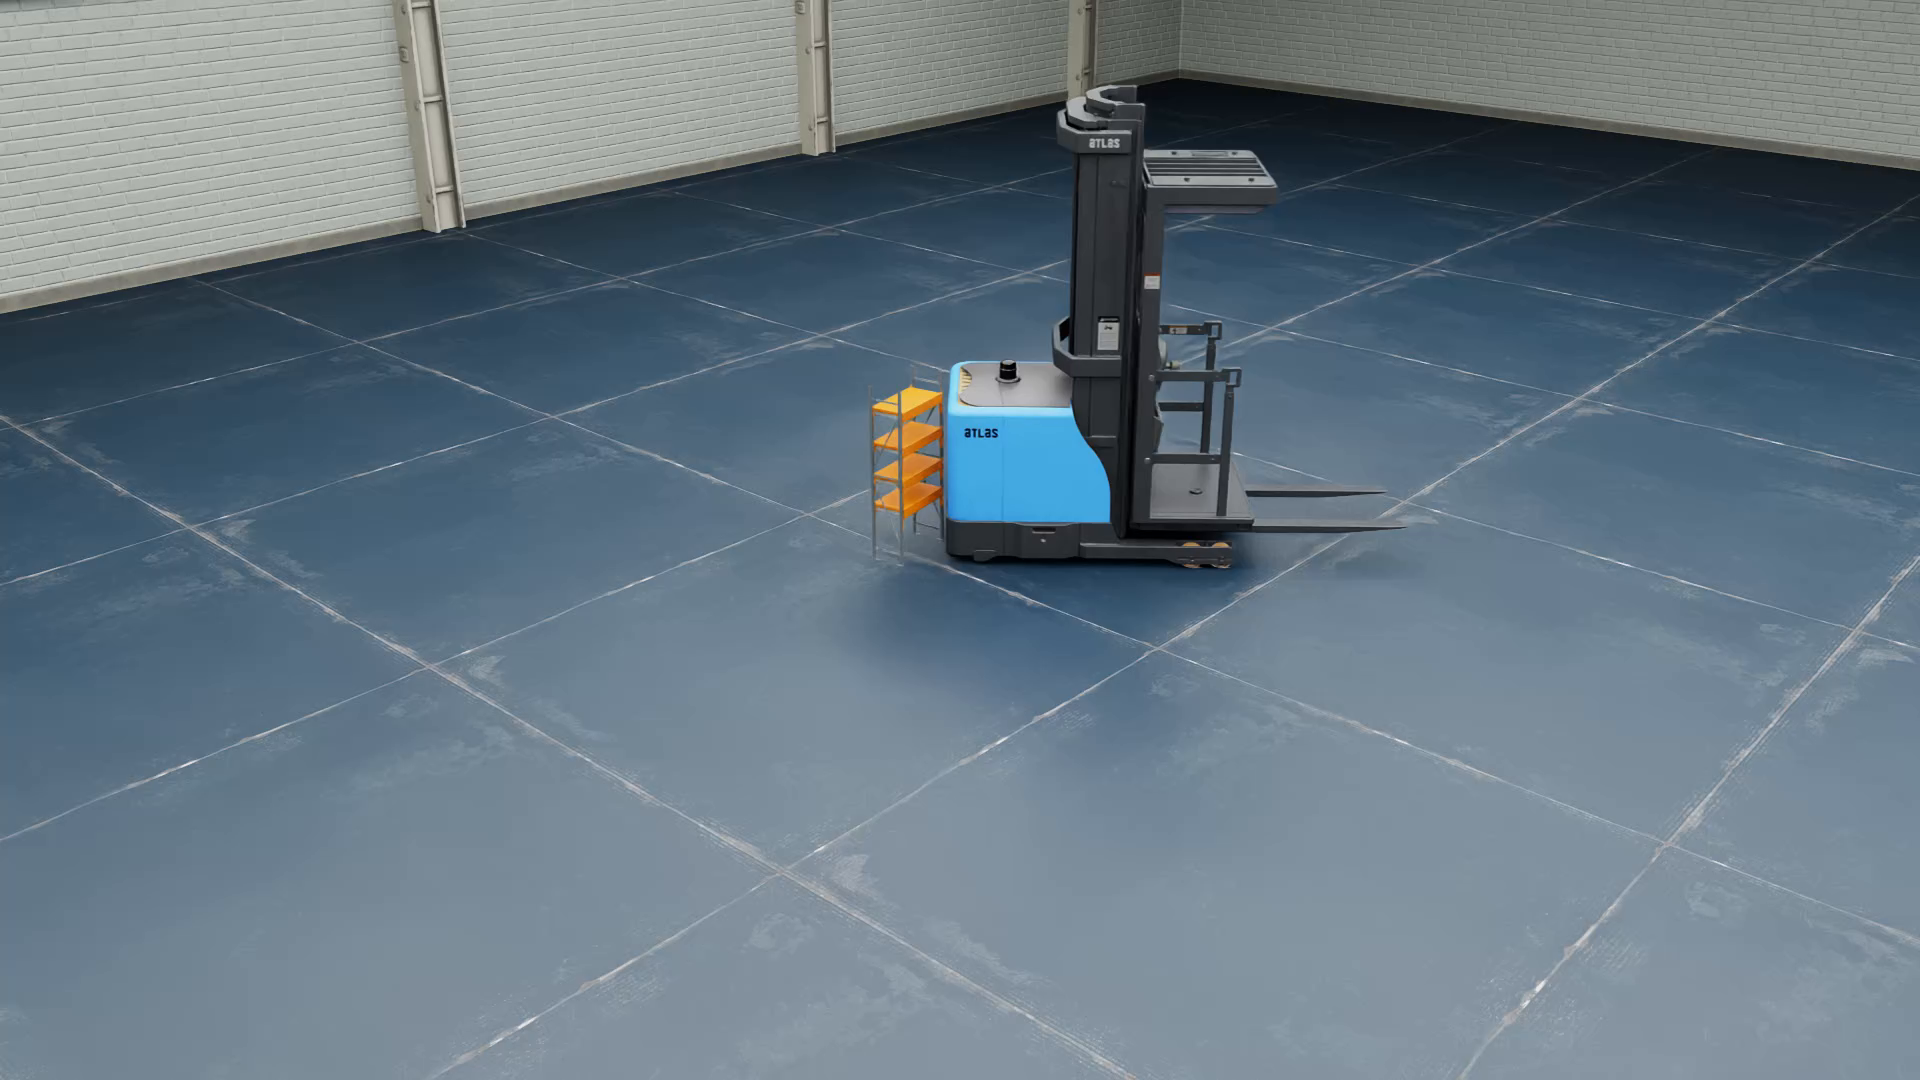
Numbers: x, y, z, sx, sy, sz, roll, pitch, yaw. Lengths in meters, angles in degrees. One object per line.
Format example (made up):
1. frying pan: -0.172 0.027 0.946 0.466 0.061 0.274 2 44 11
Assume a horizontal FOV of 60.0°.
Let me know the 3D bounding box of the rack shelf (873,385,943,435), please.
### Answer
1. rack shelf: -0.343 -0.839 10.695 0.258 0.148 0.480 14 28 28

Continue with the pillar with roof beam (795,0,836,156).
1. pillar with roof beam: 1.207 -8.395 18.974 9.100 9.000 0.400 20 31 38

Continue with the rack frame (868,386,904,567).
1. rack frame: -0.471 -0.396 10.666 0.240 1.200 0.015 14 28 28

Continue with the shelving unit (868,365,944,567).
1. shelving unit: -0.343 -0.481 10.856 0.258 1.200 0.503 14 28 28

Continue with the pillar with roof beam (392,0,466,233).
1. pillar with roof beam: -2.797 -6.567 14.897 9.100 9.000 0.400 20 31 38

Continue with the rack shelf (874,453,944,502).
1. rack shelf: -0.343 -0.419 10.883 0.258 0.148 0.480 14 28 28

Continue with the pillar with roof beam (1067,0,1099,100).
1. pillar with roof beam: 5.211 -10.223 23.051 9.100 9.000 0.400 20 31 38

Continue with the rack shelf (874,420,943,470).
1. rack shelf: -0.343 -0.623 10.792 0.258 0.148 0.480 14 28 28

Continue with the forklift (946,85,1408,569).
1. forklift: 1.430 -1.372 10.728 3.031 2.935 1.130 1 24 1

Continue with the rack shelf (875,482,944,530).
1. rack shelf: -0.343 -0.238 10.964 0.258 0.148 0.480 14 28 28

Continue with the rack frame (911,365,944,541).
1. rack frame: -0.216 -0.566 11.046 0.240 1.200 0.015 14 28 28
